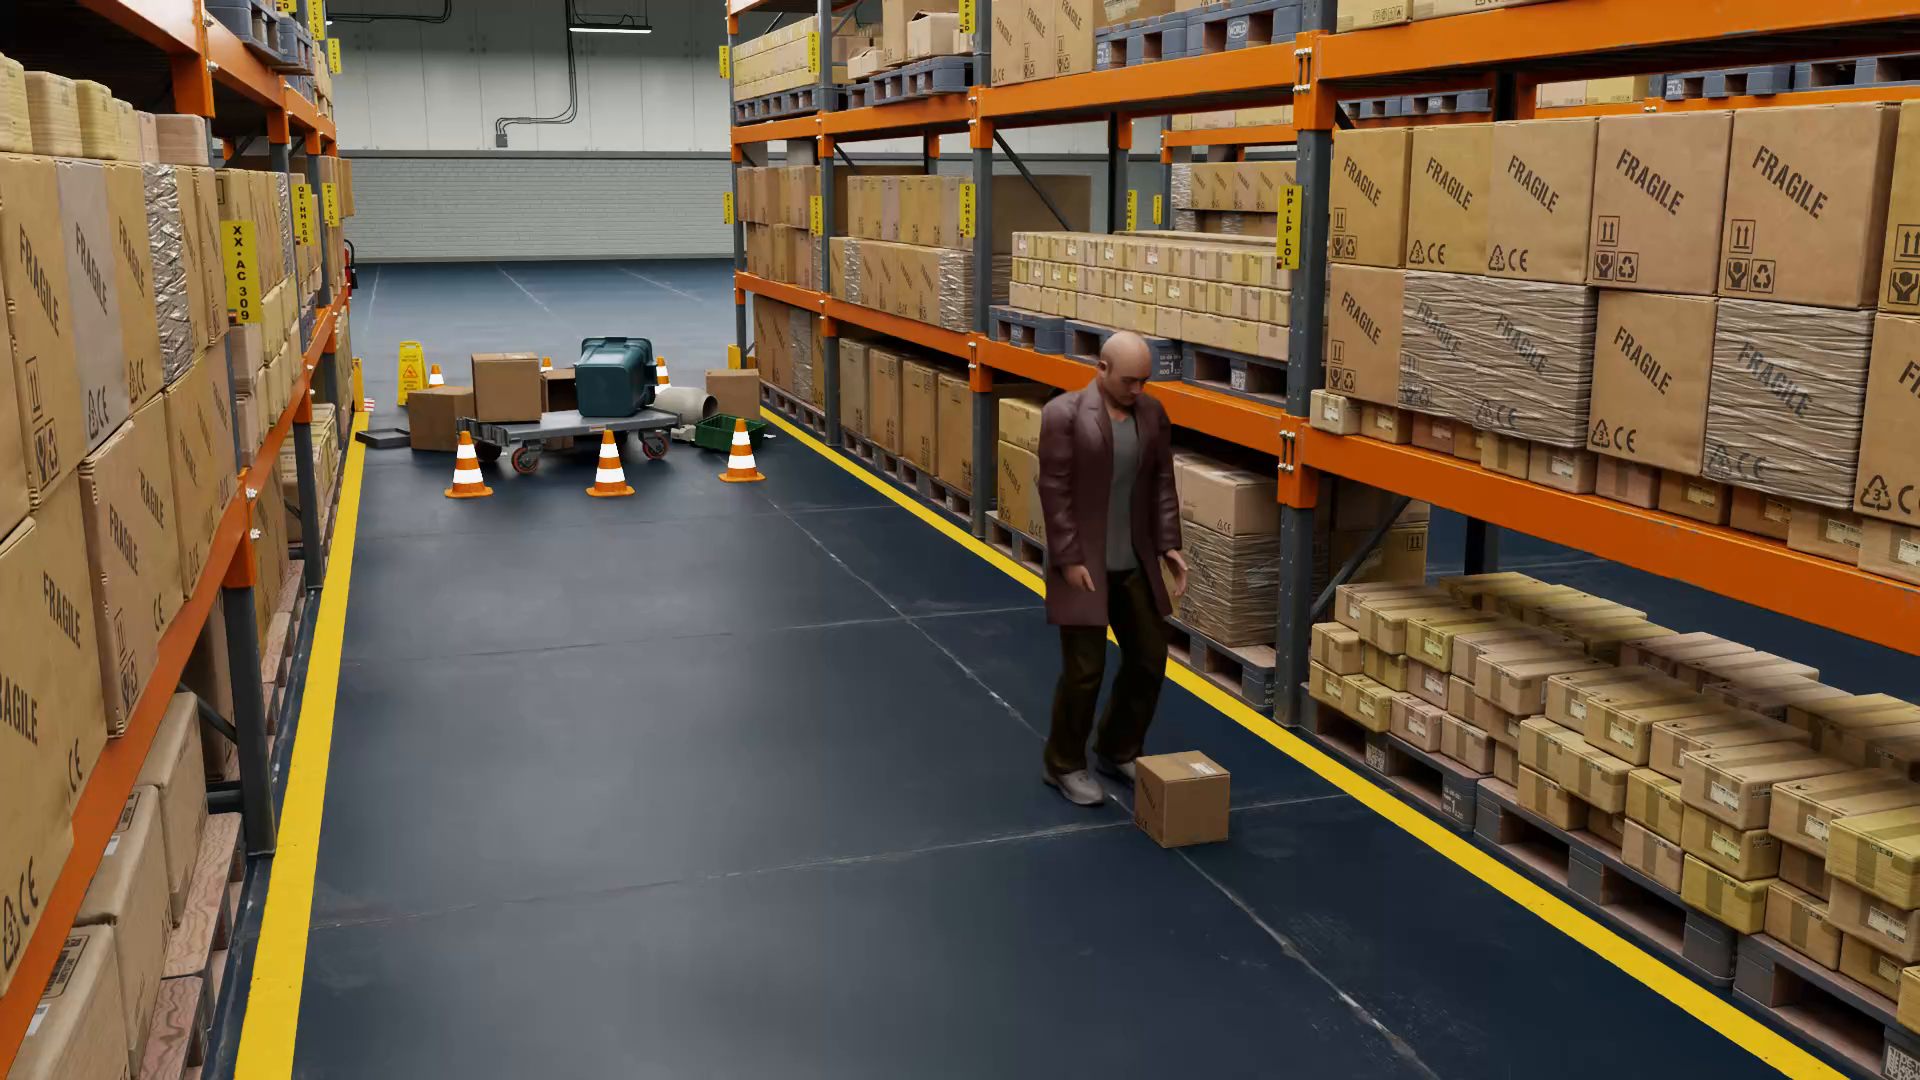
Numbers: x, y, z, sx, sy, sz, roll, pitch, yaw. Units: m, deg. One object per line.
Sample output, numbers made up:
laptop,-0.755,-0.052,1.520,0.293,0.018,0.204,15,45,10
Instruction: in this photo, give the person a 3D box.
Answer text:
person,0.562,0.091,6.187,0.583,1.745,0.402,-6,14,-27
